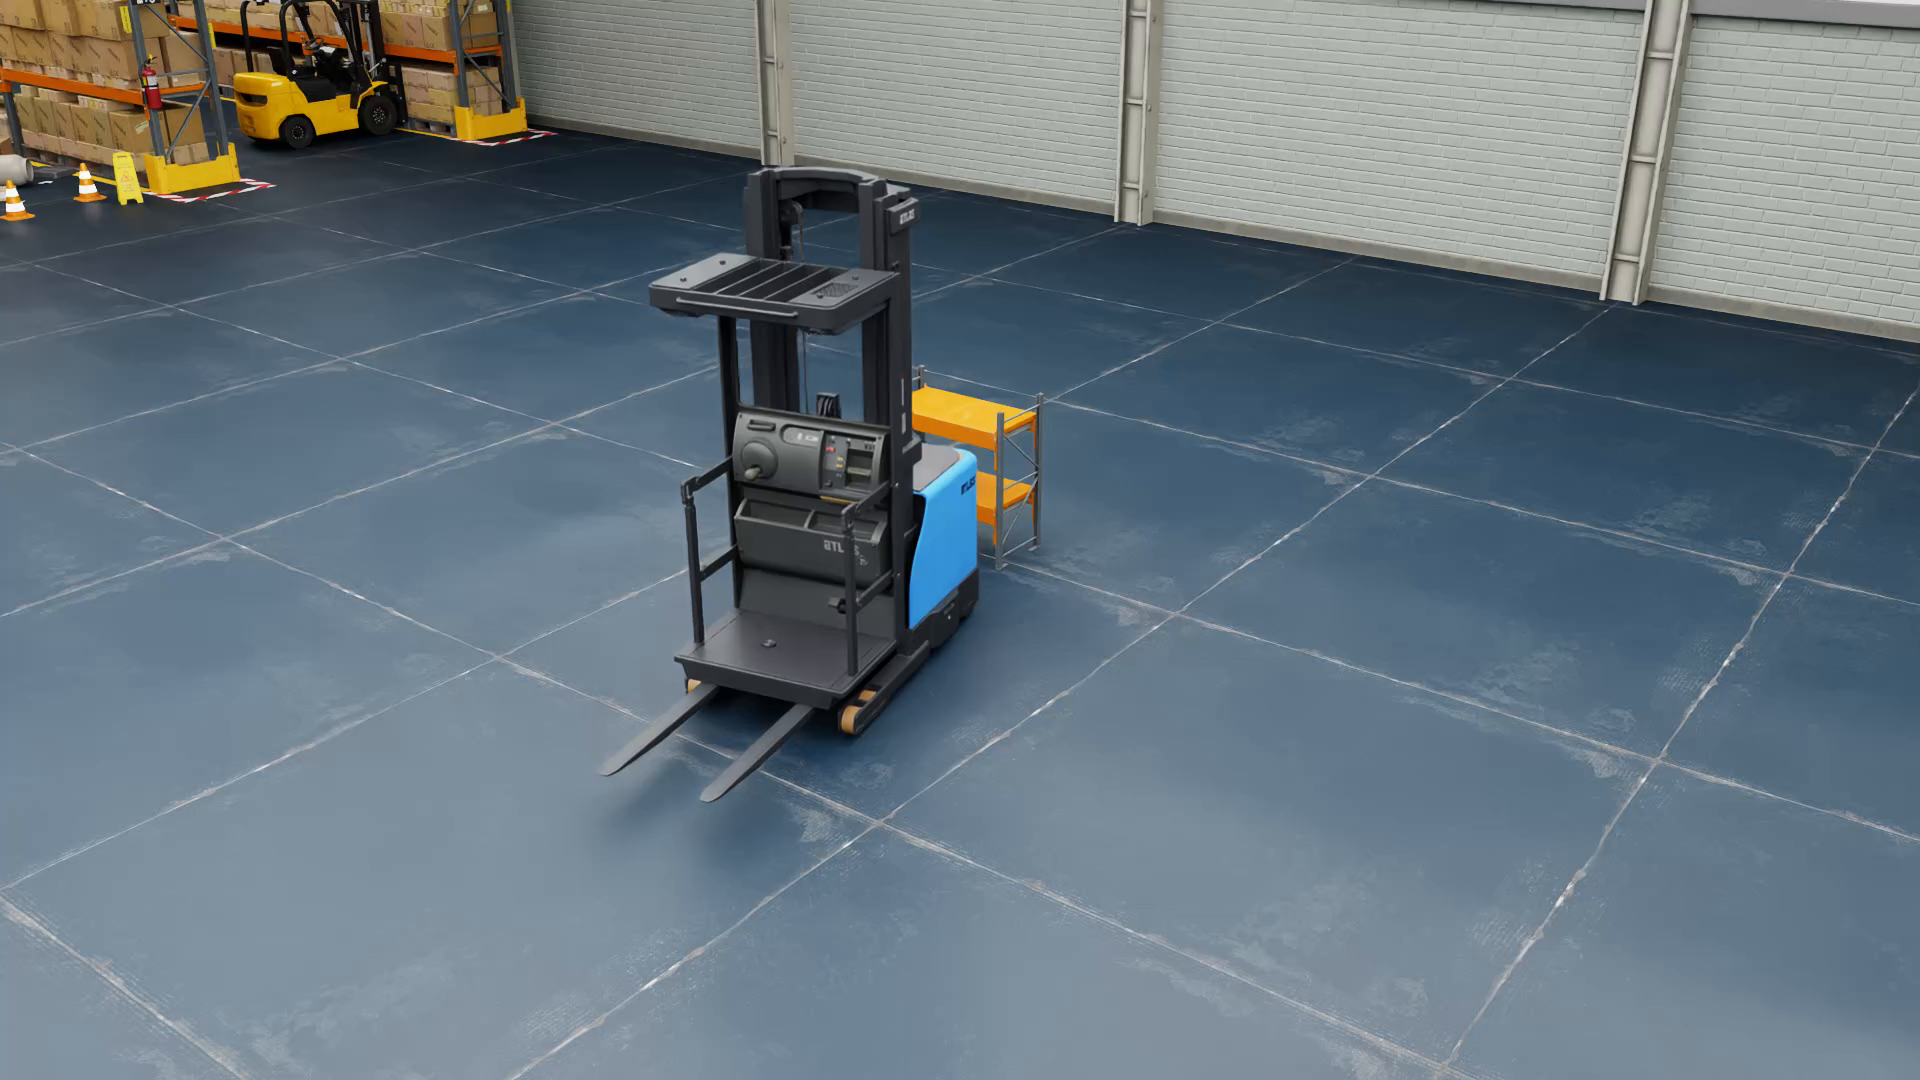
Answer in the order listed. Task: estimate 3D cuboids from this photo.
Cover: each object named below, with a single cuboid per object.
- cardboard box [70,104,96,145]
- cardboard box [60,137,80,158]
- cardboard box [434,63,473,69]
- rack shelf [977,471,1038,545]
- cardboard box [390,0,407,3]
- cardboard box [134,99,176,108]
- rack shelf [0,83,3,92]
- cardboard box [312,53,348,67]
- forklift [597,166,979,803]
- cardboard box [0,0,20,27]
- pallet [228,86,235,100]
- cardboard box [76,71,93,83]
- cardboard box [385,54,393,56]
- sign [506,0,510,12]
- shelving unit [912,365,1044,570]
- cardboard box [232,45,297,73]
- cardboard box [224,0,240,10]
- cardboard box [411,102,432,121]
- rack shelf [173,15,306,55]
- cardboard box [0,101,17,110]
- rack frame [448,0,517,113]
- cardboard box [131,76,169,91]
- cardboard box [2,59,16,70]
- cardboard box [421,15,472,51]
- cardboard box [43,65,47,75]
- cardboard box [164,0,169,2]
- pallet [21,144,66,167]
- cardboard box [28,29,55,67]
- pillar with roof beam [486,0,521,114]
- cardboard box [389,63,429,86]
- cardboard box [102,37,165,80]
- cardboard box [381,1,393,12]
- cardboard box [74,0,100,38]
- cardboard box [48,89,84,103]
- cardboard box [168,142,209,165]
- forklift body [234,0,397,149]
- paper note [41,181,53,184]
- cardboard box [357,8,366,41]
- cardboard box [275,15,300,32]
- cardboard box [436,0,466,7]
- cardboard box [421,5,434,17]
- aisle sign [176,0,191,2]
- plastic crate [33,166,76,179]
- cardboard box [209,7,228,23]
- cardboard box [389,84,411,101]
[{"bbox_3d":[-12.003,-5.834,23.229,0.500,0.500,0.500,16,28,32],"label":"cardboard box"},{"bbox_3d":[-12.417,-5.616,23.666,0.500,0.250,0.500,16,29,33],"label":"cardboard box"},{"bbox_3d":[-8.085,-7.488,26.675,0.500,0.250,0.500,17,29,33],"label":"cardboard box"},{"bbox_3d":[-0.005,-0.293,11.625,1.000,0.278,0.538,17,29,33],"label":"rack shelf"},{"bbox_3d":[-8.697,-8.513,26.053,0.250,0.149,0.380,18,29,35],"label":"cardboard box"},{"bbox_3d":[-11.306,-5.890,23.356,0.500,0.500,0.500,16,28,31],"label":"cardboard box"},{"bbox_3d":[-15.187,-7.319,25.534,4.000,0.370,1.077,17,29,33],"label":"rack shelf"},{"bbox_3d":[-10.414,-7.941,27.701,0.500,0.250,0.500,16,29,33],"label":"cardboard box"},{"bbox_3d":[-0.936,-0.448,9.131,1.130,2.935,3.031,10,26,22],"label":"forklift"},{"bbox_3d":[-12.969,-7.497,23.313,0.500,0.500,0.700,17,29,34],"label":"cardboard box"},{"bbox_3d":[-12.206,-7.952,29.535,1.213,0.211,1.003,17,29,33],"label":"pallet"},{"bbox_3d":[-11.879,-6.391,22.846,0.250,0.149,0.380,16,29,33],"label":"cardboard box"},{"bbox_3d":[-9.689,-7.984,27.801,0.500,0.250,0.500,16,29,33],"label":"cardboard box"},{"bbox_3d":[-7.075,-8.410,25.945,0.005,0.325,0.100,17,29,33],"label":"sign"},{"bbox_3d":[-0.005,-0.516,11.527,1.048,1.125,0.538,17,29,33],"label":"shelving unit"},{"bbox_3d":[-12.256,-8.367,29.443,0.625,0.625,0.875,15,28,31],"label":"cardboard box"},{"bbox_3d":[-12.373,-9.339,28.792,0.500,0.250,0.500,17,29,34],"label":"cardboard box"},{"bbox_3d":[-8.370,-6.869,26.509,0.500,0.250,0.500,17,29,33],"label":"cardboard box"},{"bbox_3d":[-12.213,-8.922,29.171,4.000,0.370,1.077,17,29,33],"label":"rack shelf"},{"bbox_3d":[-14.586,-6.453,25.415,0.625,0.372,0.950,19,30,36],"label":"cardboard box"},{"bbox_3d":[-7.412,-7.800,25.733,0.127,3.000,1.000,17,29,33],"label":"rack frame"},{"bbox_3d":[-10.814,-6.104,22.195,0.250,0.149,0.380,18,29,35],"label":"cardboard box"},{"bbox_3d":[-13.527,-6.870,23.934,0.250,0.149,0.380,17,29,33],"label":"cardboard box"},{"bbox_3d":[-7.964,-7.880,25.790,0.500,0.500,0.500,16,28,32],"label":"cardboard box"},{"bbox_3d":[-12.654,-6.646,23.425,0.250,0.149,0.380,17,29,33],"label":"cardboard box"},{"bbox_3d":[-14.570,-9.847,30.169,0.250,0.149,0.380,17,29,34],"label":"cardboard box"},{"bbox_3d":[-13.028,-5.738,24.511,1.213,0.211,1.003,17,29,33],"label":"pallet"},{"bbox_3d":[-12.593,-6.911,23.222,0.500,0.500,0.500,17,29,33],"label":"cardboard box"},{"bbox_3d":[-10.011,-9.616,22.413,0.400,9.000,9.100,17,29,33],"label":"pillar with roof beam"},{"bbox_3d":[-8.790,-7.443,26.571,0.500,0.250,0.500,17,29,34],"label":"cardboard box"},{"bbox_3d":[-10.986,-6.422,22.112,0.500,0.500,0.500,16,29,32],"label":"cardboard box"},{"bbox_3d":[-8.899,-8.438,26.253,0.250,0.149,0.380,17,29,34],"label":"cardboard box"},{"bbox_3d":[-11.326,-7.015,22.218,0.500,0.500,0.700,17,29,34],"label":"cardboard box"},{"bbox_3d":[-12.583,-6.272,23.419,0.250,0.149,0.380,19,30,36],"label":"cardboard box"},{"bbox_3d":[-10.866,-5.416,23.211,0.500,0.250,0.500,17,29,33],"label":"cardboard box"},{"bbox_3d":[-10.024,-7.282,25.609,1.214,2.155,2.313,17,29,33],"label":"forklift body"},{"bbox_3d":[-12.596,-4.935,22.912,0.148,0.019,0.142,7,25,15],"label":"paper note"},{"bbox_3d":[-9.582,-8.379,26.922,0.500,0.500,0.500,16,29,33],"label":"cardboard box"},{"bbox_3d":[-11.173,-8.736,28.043,0.500,0.250,0.500,18,29,34],"label":"cardboard box"},{"bbox_3d":[-7.825,-8.297,25.564,0.250,0.149,0.380,17,29,33],"label":"cardboard box"},{"bbox_3d":[-8.080,-8.188,25.685,0.250,0.149,0.380,17,29,34],"label":"cardboard box"},{"bbox_3d":[-10.151,-7.472,21.765,0.004,0.787,0.394,17,29,33],"label":"aisle sign"},{"bbox_3d":[-12.823,-5.185,23.418,0.583,0.080,0.402,7,25,15],"label":"plastic crate"},{"bbox_3d":[-12.789,-9.234,29.174,0.500,0.250,0.500,16,28,32],"label":"cardboard box"},{"bbox_3d":[-8.810,-7.222,26.691,0.500,0.250,0.500,16,28,32],"label":"cardboard box"}]
